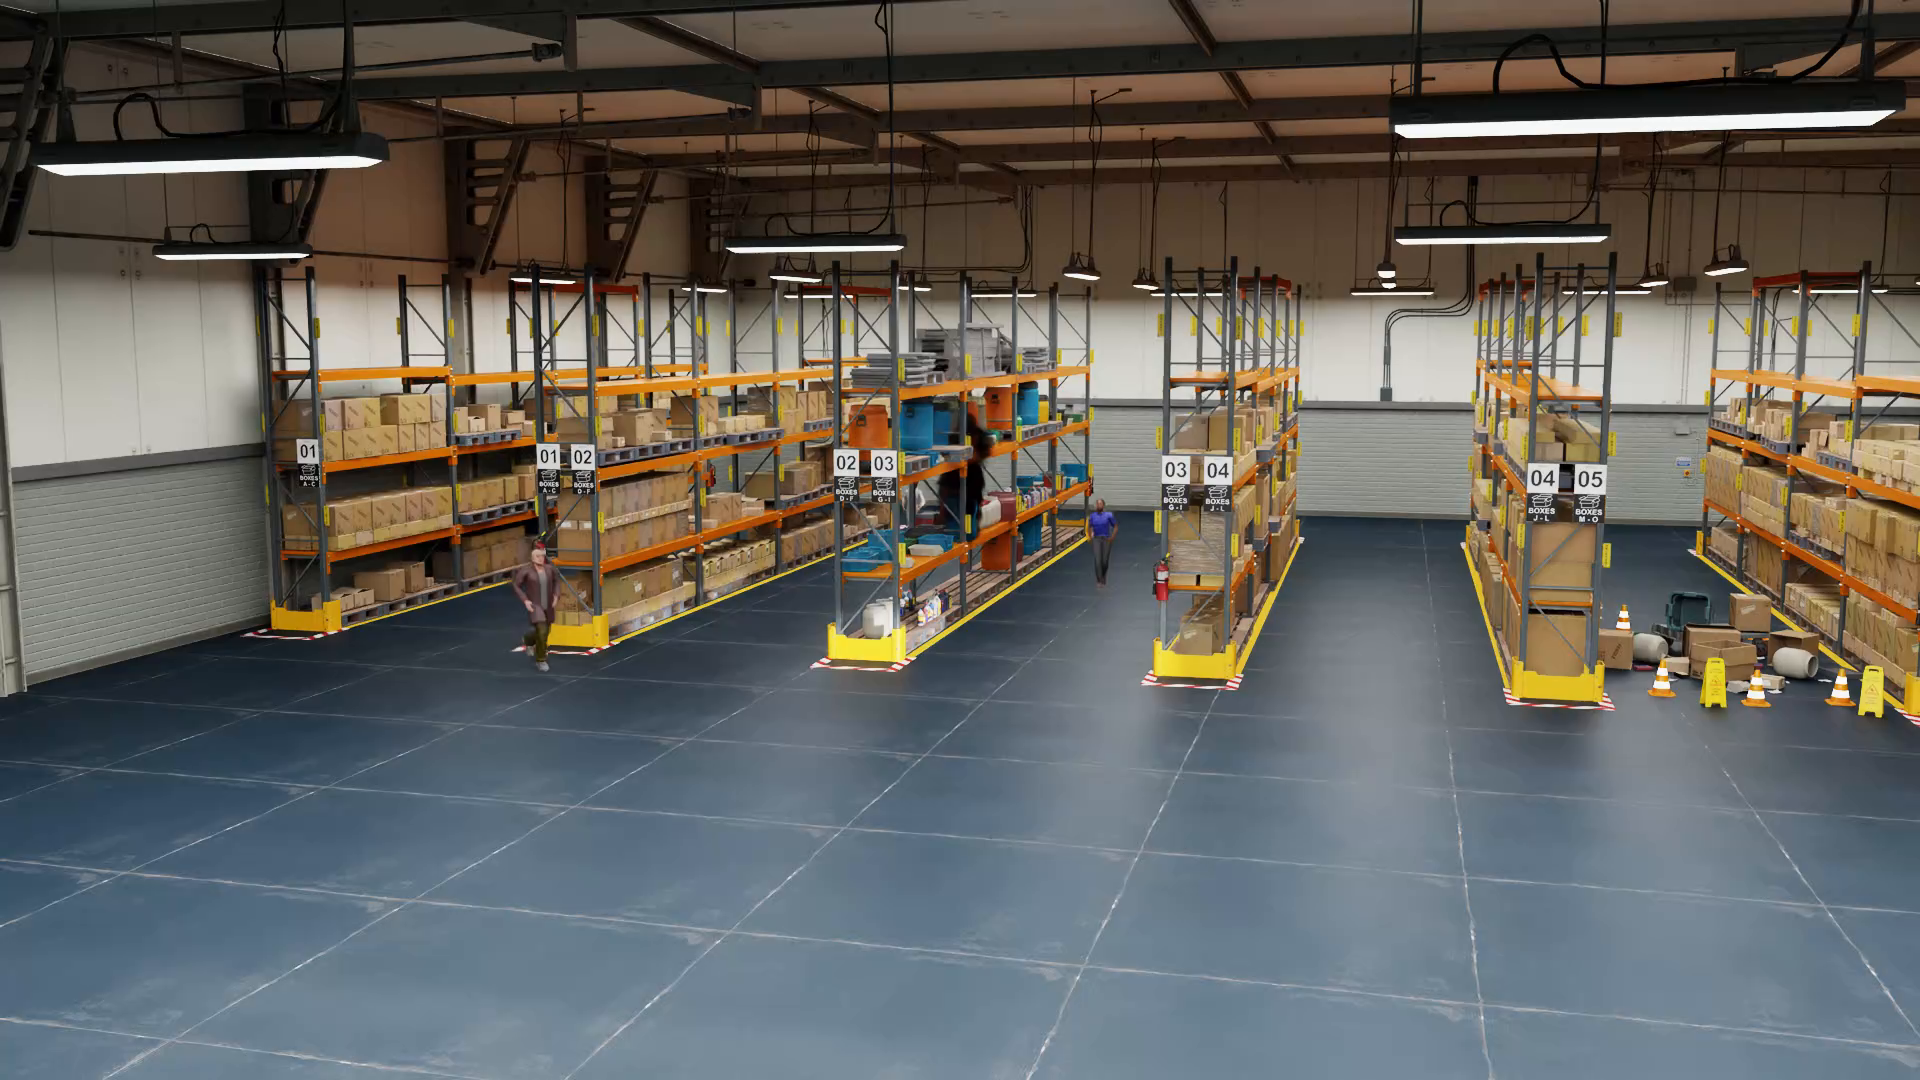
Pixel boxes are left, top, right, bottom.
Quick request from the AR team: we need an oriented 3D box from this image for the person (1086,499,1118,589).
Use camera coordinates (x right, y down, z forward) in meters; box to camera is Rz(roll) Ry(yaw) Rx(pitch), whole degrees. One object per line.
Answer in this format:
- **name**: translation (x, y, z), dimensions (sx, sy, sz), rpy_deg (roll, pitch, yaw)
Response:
- **person**: translation (2.587, 0.058, 30.457), dimensions (0.575, 1.635, 0.467), rpy_deg (2, 7, 13)

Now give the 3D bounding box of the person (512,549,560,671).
- **person**: translation (-6.291, 1.011, 24.730), dimensions (0.726, 1.790, 0.831), rpy_deg (-7, 10, -42)

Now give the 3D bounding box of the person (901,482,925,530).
- **person**: translation (-1.081, -0.621, 38.296), dimensions (0.559, 1.581, 0.632), rpy_deg (1, 7, 9)
